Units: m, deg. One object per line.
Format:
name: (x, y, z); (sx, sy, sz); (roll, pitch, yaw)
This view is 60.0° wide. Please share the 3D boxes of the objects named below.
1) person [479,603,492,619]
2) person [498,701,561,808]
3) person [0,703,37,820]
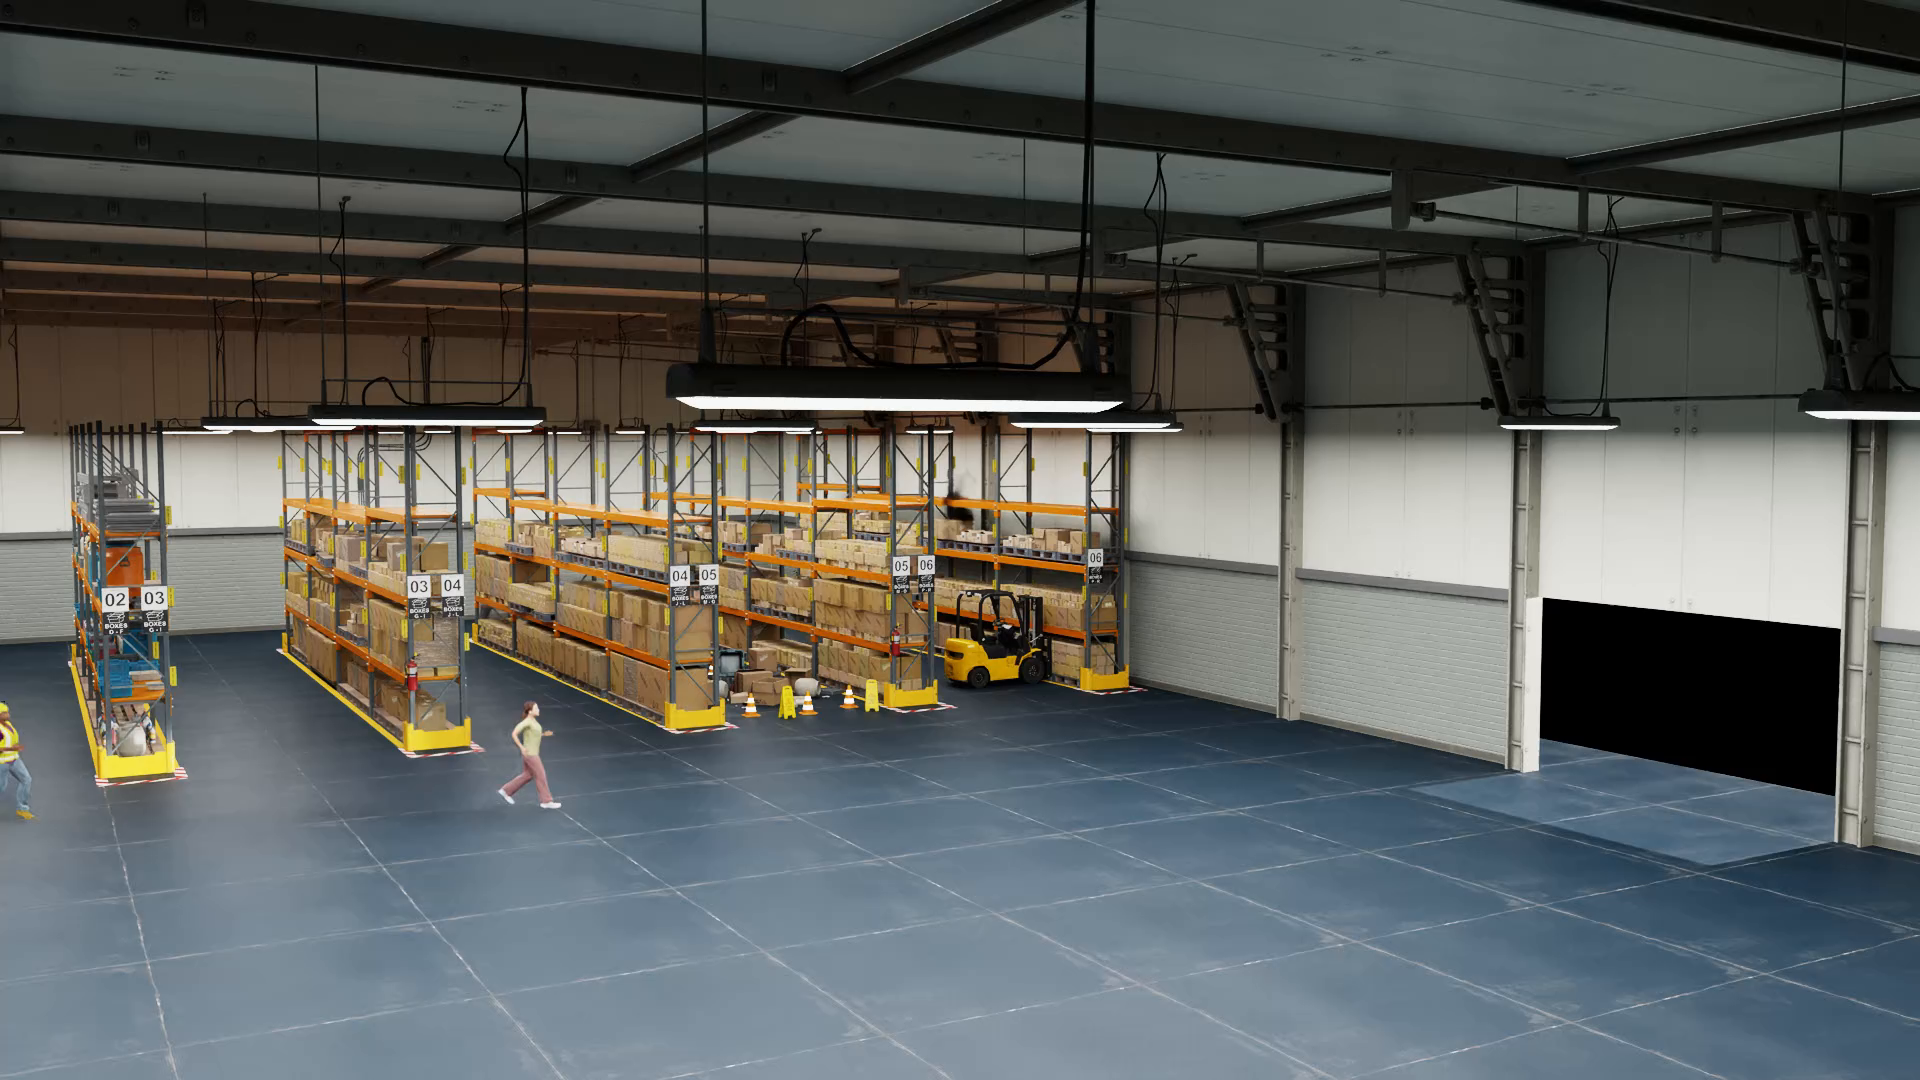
person: (-13.618, 1.982, 47.879); (0.579, 1.625, 0.546); (3, 5, 43)
person: (-6.607, 3.287, 25.481); (0.951, 1.653, 0.575); (0, 4, -5)
person: (-14.250, 3.324, 24.801); (0.804, 1.798, 0.702); (0, 4, -1)
